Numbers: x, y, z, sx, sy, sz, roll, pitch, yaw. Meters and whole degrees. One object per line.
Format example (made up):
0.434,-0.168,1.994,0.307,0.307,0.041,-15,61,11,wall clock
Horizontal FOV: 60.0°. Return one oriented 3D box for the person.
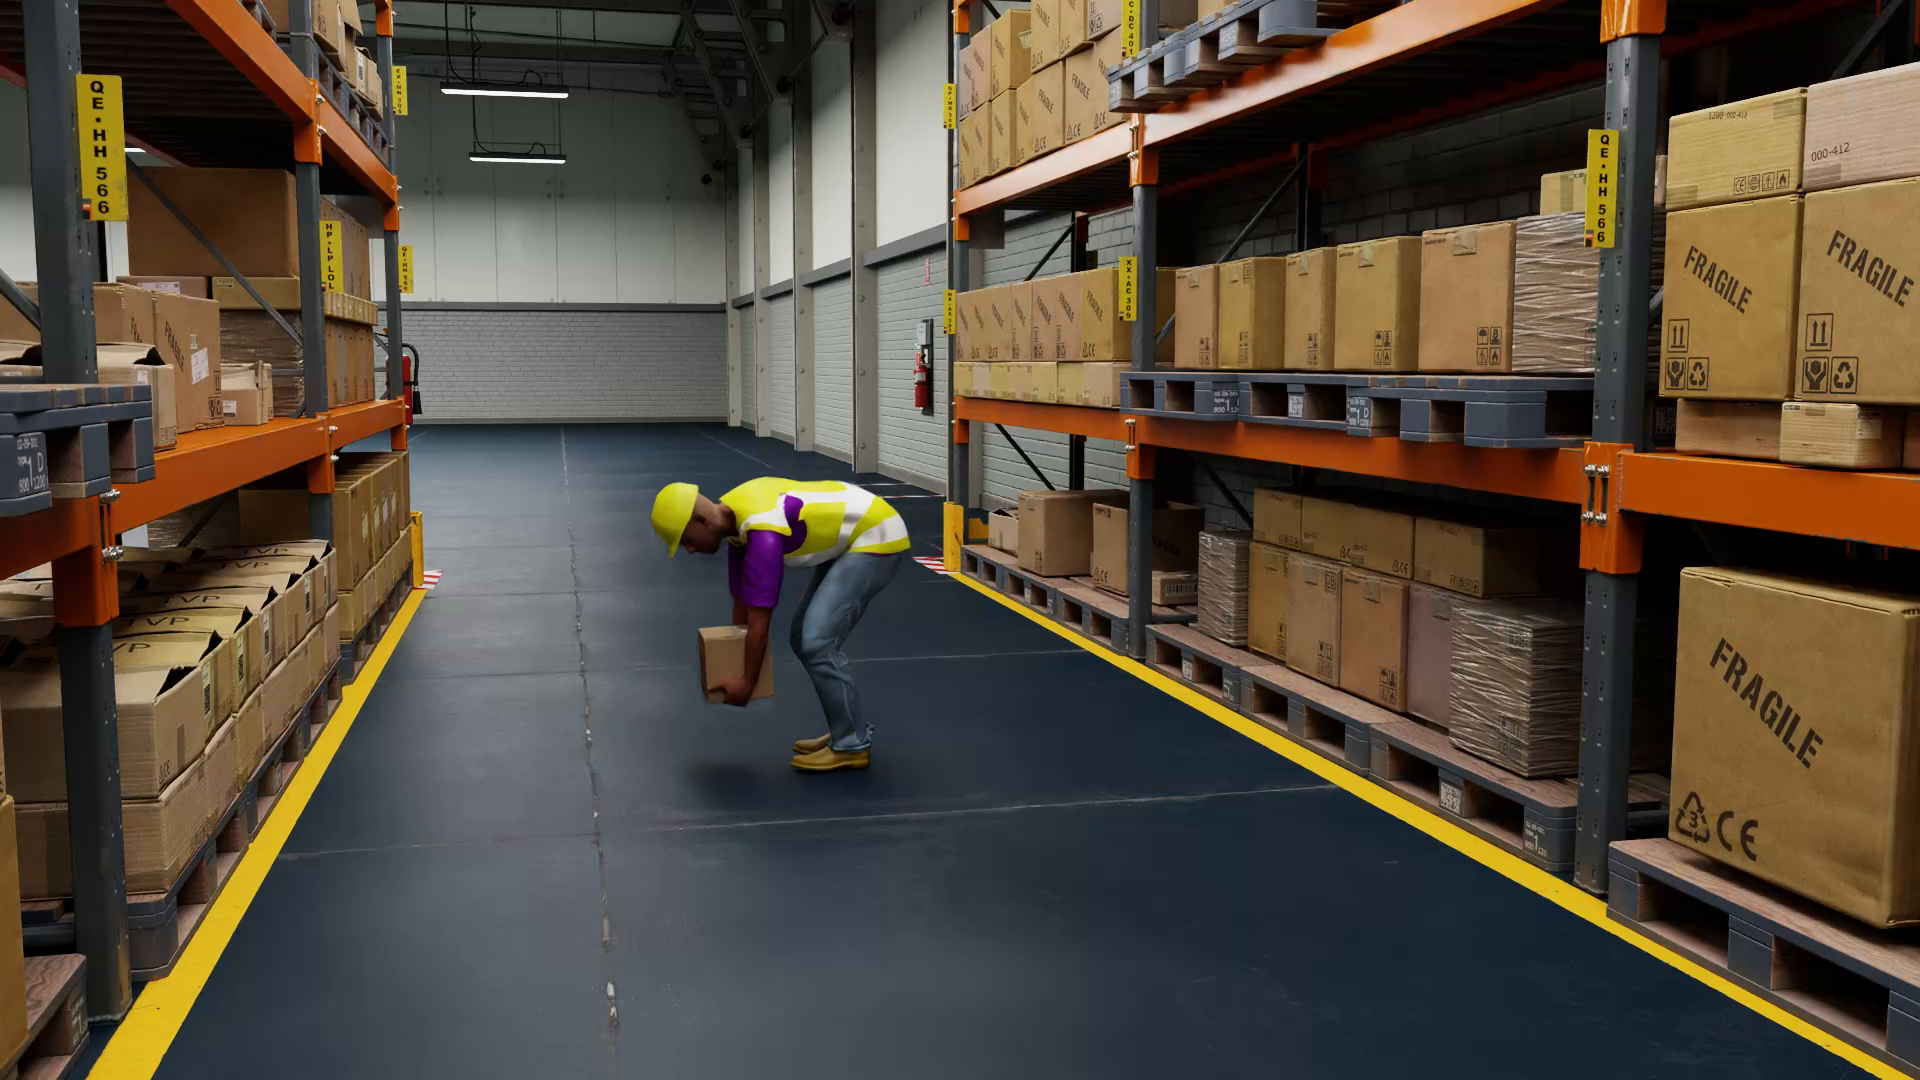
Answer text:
-0.683,0.319,6.388,0.979,1.119,0.477,-2,6,-16,person
